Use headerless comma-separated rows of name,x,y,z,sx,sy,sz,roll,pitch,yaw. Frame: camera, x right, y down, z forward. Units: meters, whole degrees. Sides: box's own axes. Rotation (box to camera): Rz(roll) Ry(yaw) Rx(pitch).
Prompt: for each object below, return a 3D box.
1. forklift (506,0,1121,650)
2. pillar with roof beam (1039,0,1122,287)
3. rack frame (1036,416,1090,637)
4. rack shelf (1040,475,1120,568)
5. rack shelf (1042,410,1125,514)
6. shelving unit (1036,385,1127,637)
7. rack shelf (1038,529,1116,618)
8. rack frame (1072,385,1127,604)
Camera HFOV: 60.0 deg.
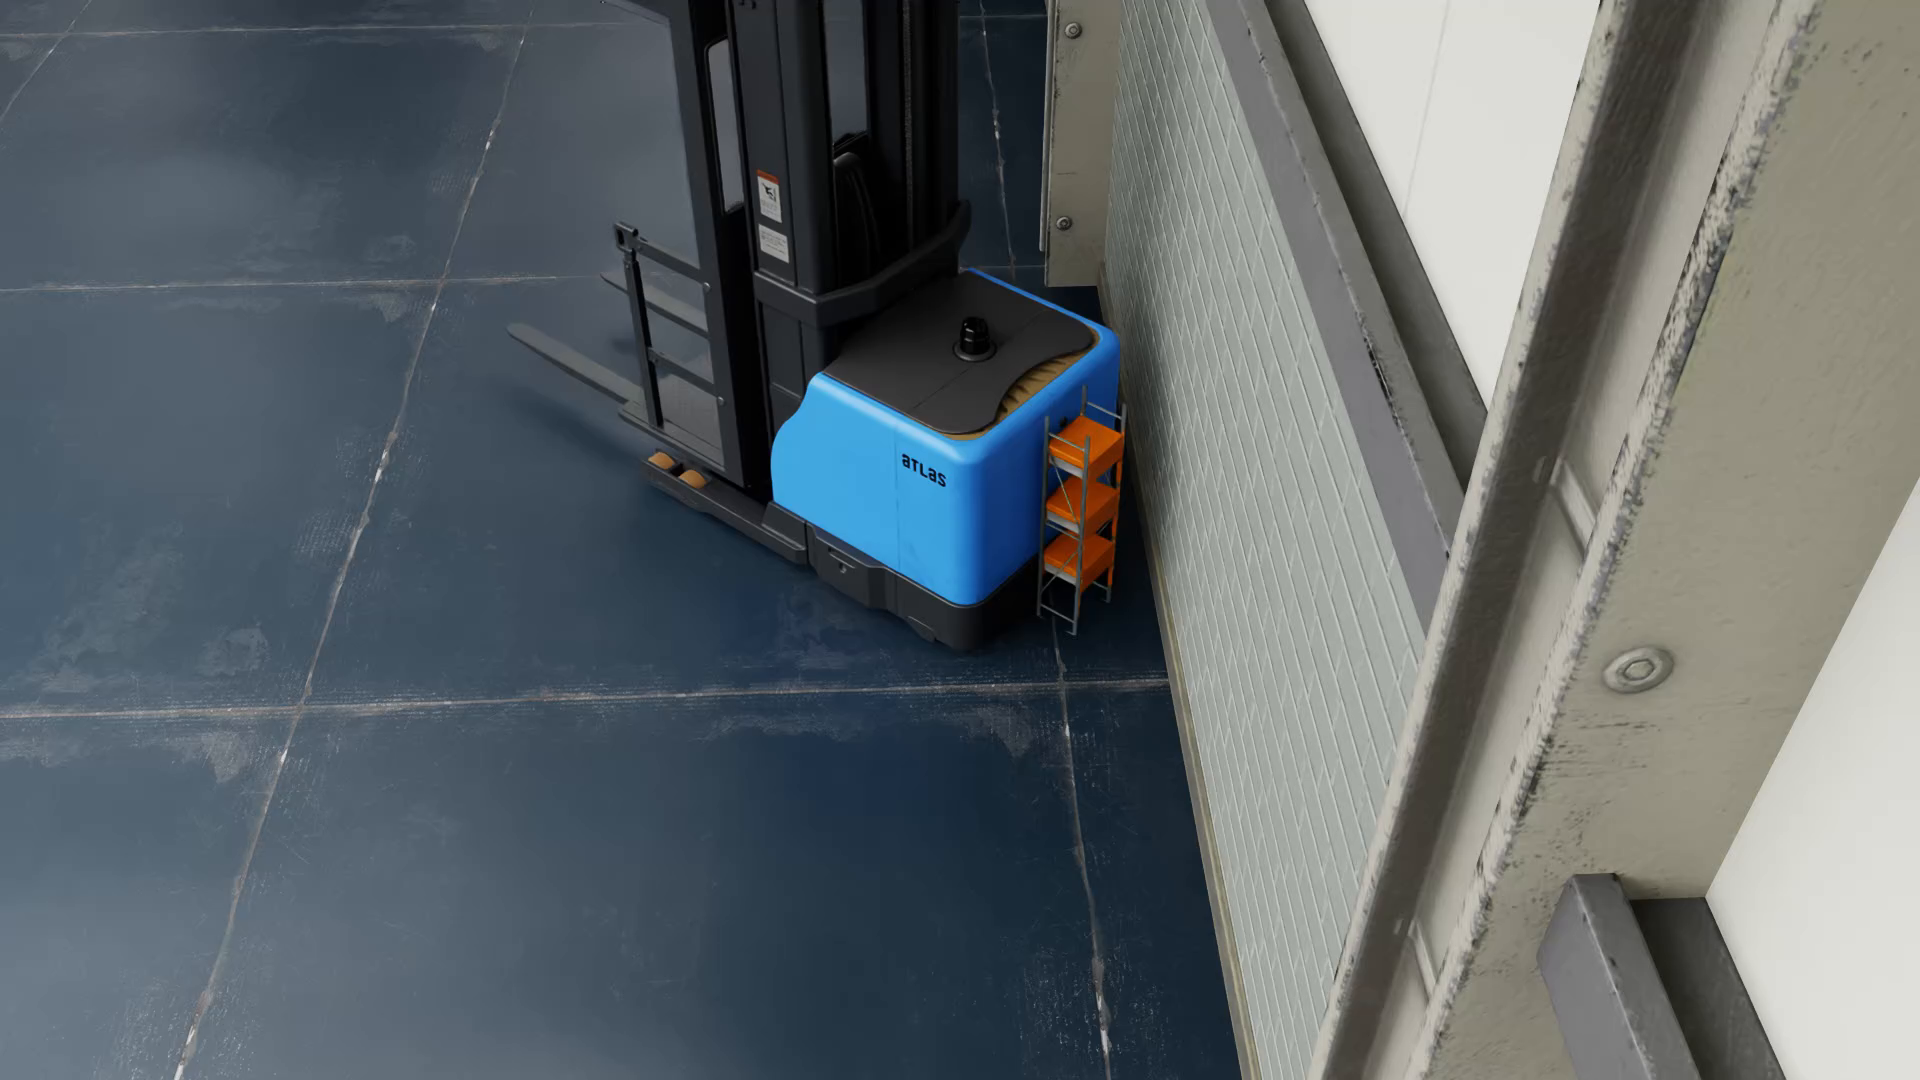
forklift,-0.812,-1.475,6.690,3.031,2.935,1.130,29,50,28
pillar with roof beam,-3.709,-4.657,5.671,9.100,9.000,0.400,-2,43,-2
rack frame,0.399,-0.034,6.510,0.200,1.050,0.008,28,49,27
rack shelf,0.474,-0.091,6.588,0.215,0.259,0.240,28,49,27
rack shelf,0.474,-0.300,6.396,0.215,0.259,0.240,28,49,27
shelving unit,0.474,-0.099,6.581,0.215,1.050,0.252,28,49,27
rack shelf,0.474,0.114,6.776,0.215,0.259,0.240,28,49,27
rack frame,0.549,-0.164,6.651,0.200,1.050,0.008,28,49,27
